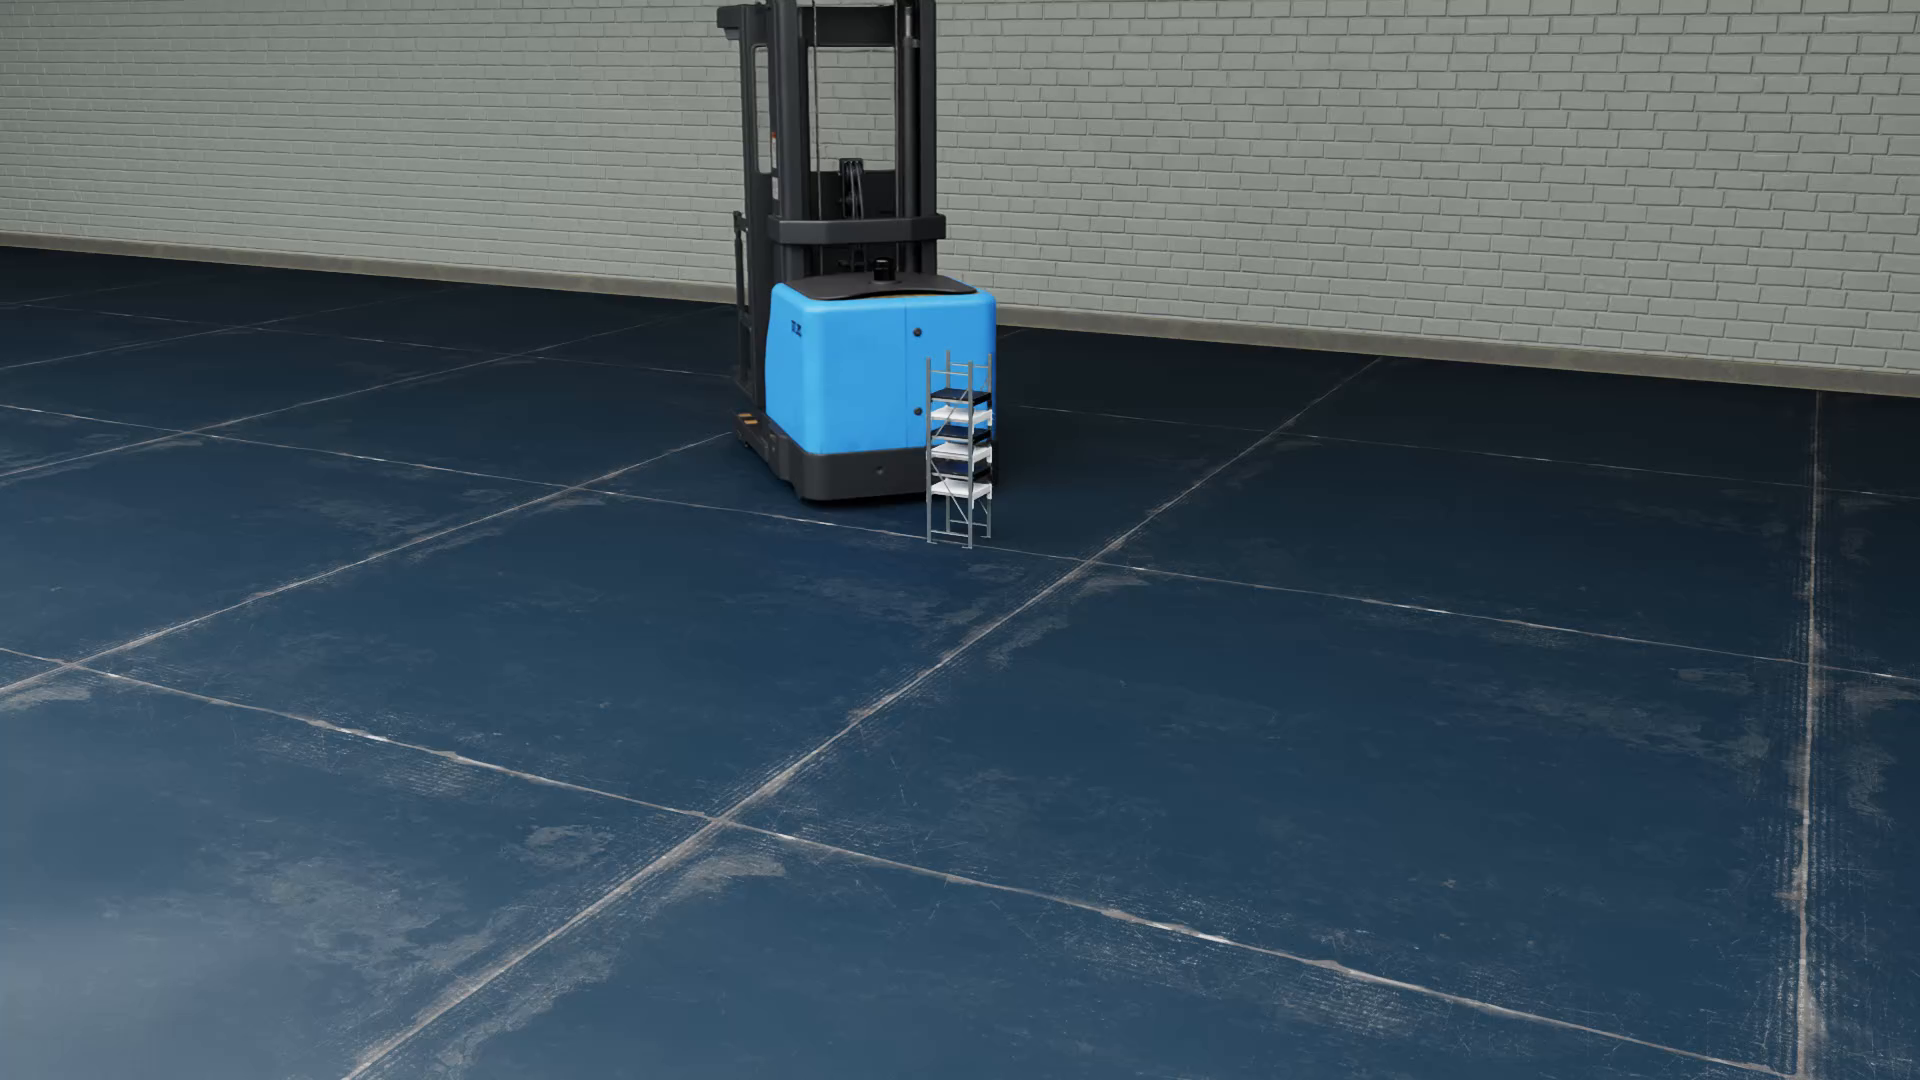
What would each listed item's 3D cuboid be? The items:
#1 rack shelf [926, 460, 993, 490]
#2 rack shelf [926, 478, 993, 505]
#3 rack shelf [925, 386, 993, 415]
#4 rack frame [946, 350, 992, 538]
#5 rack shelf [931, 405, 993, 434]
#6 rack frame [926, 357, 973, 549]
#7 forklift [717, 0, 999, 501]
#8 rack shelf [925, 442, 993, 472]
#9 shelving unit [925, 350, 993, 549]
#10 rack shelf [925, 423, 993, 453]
[{"bbox_3d":[-0.004,-0.311,7.924,0.258,0.077,0.200,8,18,25],"label":"rack shelf"},{"bbox_3d":[-0.004,-0.225,7.950,0.258,0.077,0.200,8,18,25],"label":"rack shelf"},{"bbox_3d":[-0.004,-0.656,7.822,0.258,0.077,0.200,8,18,25],"label":"rack shelf"},{"bbox_3d":[0.042,-0.455,7.976,0.240,0.900,0.006,8,18,25],"label":"rack frame"},{"bbox_3d":[-0.004,-0.570,7.848,0.258,0.077,0.200,8,18,25],"label":"rack shelf"},{"bbox_3d":[-0.049,-0.403,7.802,0.240,0.900,0.006,8,18,25],"label":"rack frame"},{"bbox_3d":[-0.742,-1.984,9.556,1.130,2.935,3.031,-5,17,-17],"label":"forklift"},{"bbox_3d":[-0.004,-0.397,7.899,0.258,0.077,0.200,8,18,25],"label":"rack shelf"},{"bbox_3d":[-0.004,-0.429,7.889,0.258,0.900,0.210,8,18,25],"label":"shelving unit"},{"bbox_3d":[-0.004,-0.484,7.873,0.258,0.077,0.200,8,18,25],"label":"rack shelf"}]
